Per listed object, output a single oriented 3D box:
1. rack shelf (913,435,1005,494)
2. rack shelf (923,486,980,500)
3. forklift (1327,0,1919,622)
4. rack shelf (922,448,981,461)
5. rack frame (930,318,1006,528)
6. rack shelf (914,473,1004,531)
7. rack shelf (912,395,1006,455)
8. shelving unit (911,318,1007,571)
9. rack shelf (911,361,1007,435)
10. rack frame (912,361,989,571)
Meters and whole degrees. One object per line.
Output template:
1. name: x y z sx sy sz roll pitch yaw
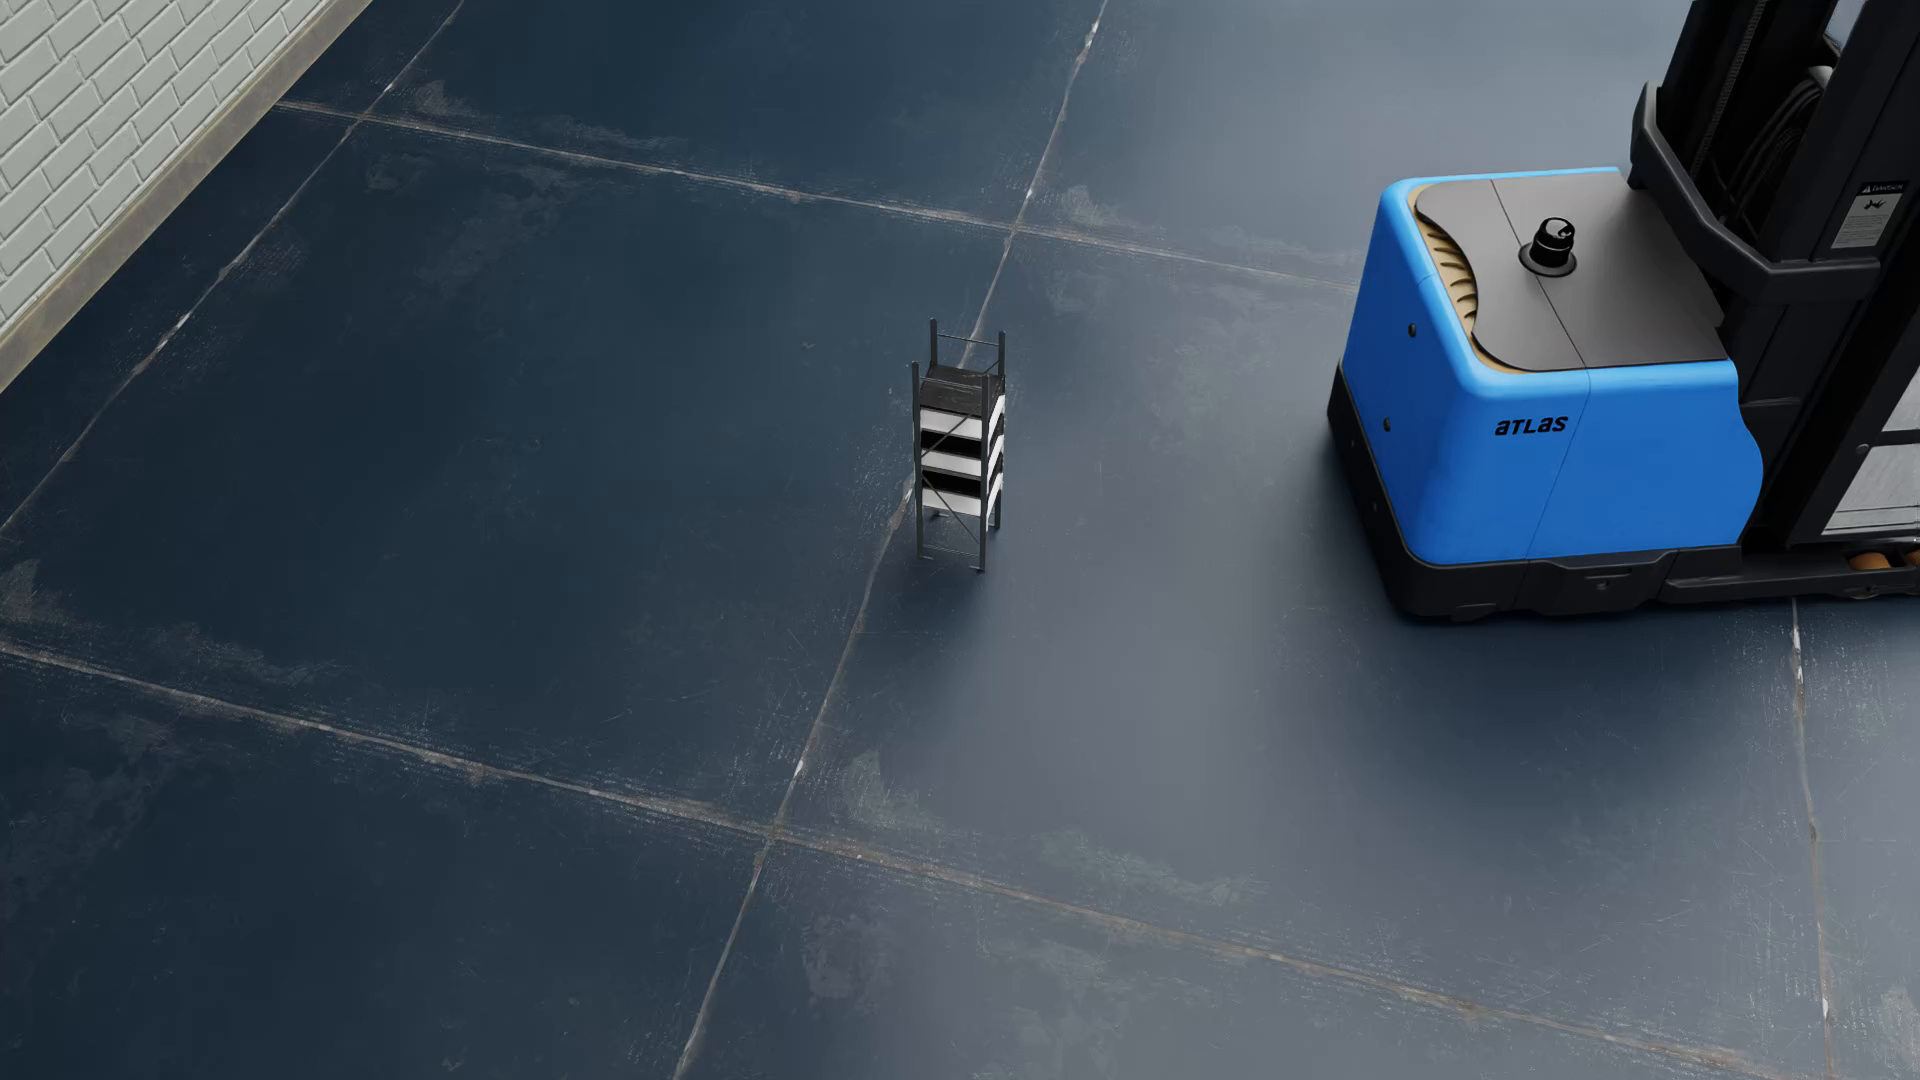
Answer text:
1. rack shelf: -0.002 -0.270 5.432 0.258 0.077 0.200 12 50 10
2. rack shelf: -0.002 -0.220 5.489 0.199 0.015 0.184 12 50 10
3. forklift: 2.885 -1.166 4.824 3.031 2.935 1.130 -4 49 -4
4. rack shelf: -0.002 -0.339 5.354 0.199 0.015 0.184 12 50 10
5. rack frame: 0.025 -0.365 5.472 0.240 0.900 0.006 12 50 10
6. rack shelf: -0.002 -0.151 5.567 0.258 0.077 0.200 12 50 10
7. rack shelf: -0.002 -0.389 5.297 0.258 0.077 0.200 12 50 10
8. shelving unit: -0.002 -0.292 5.407 0.258 0.900 0.210 12 50 10
9. rack shelf: -0.002 -0.449 5.230 0.258 0.077 0.200 12 50 10
10. rack frame: -0.029 -0.218 5.343 0.240 0.900 0.006 12 50 10
